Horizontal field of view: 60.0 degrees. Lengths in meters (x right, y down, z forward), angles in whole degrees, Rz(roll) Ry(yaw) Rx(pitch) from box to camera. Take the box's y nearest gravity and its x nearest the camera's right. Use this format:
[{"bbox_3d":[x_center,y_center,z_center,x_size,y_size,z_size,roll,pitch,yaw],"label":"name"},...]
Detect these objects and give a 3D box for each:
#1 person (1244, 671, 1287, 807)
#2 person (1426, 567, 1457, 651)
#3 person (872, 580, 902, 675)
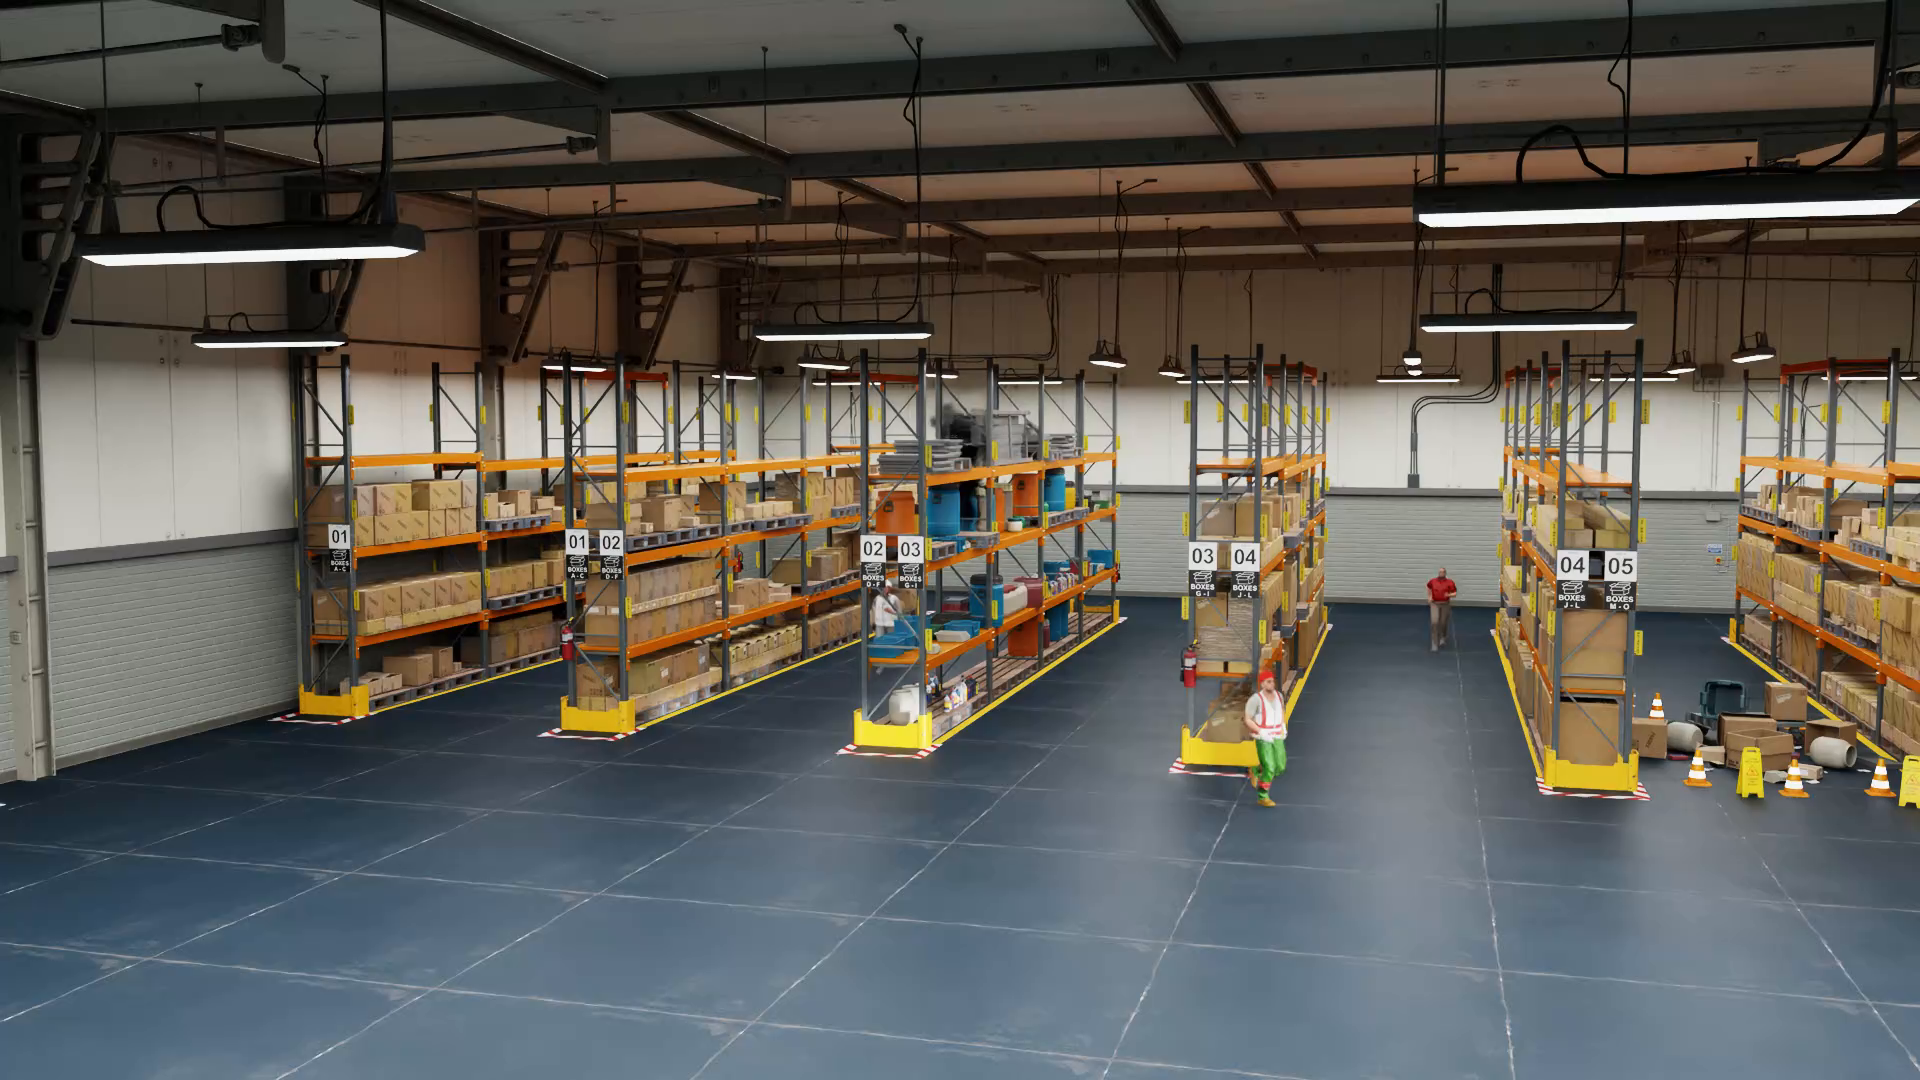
[{"bbox_3d":[3.923,2.534,21.345,0.670,1.747,0.678,-2,5,-28],"label":"person"},{"bbox_3d":[10.308,1.470,35.625,0.653,1.776,0.865,1,5,19],"label":"person"},{"bbox_3d":[-1.438,1.684,32.373,0.643,1.825,0.747,1,4,10],"label":"person"}]
